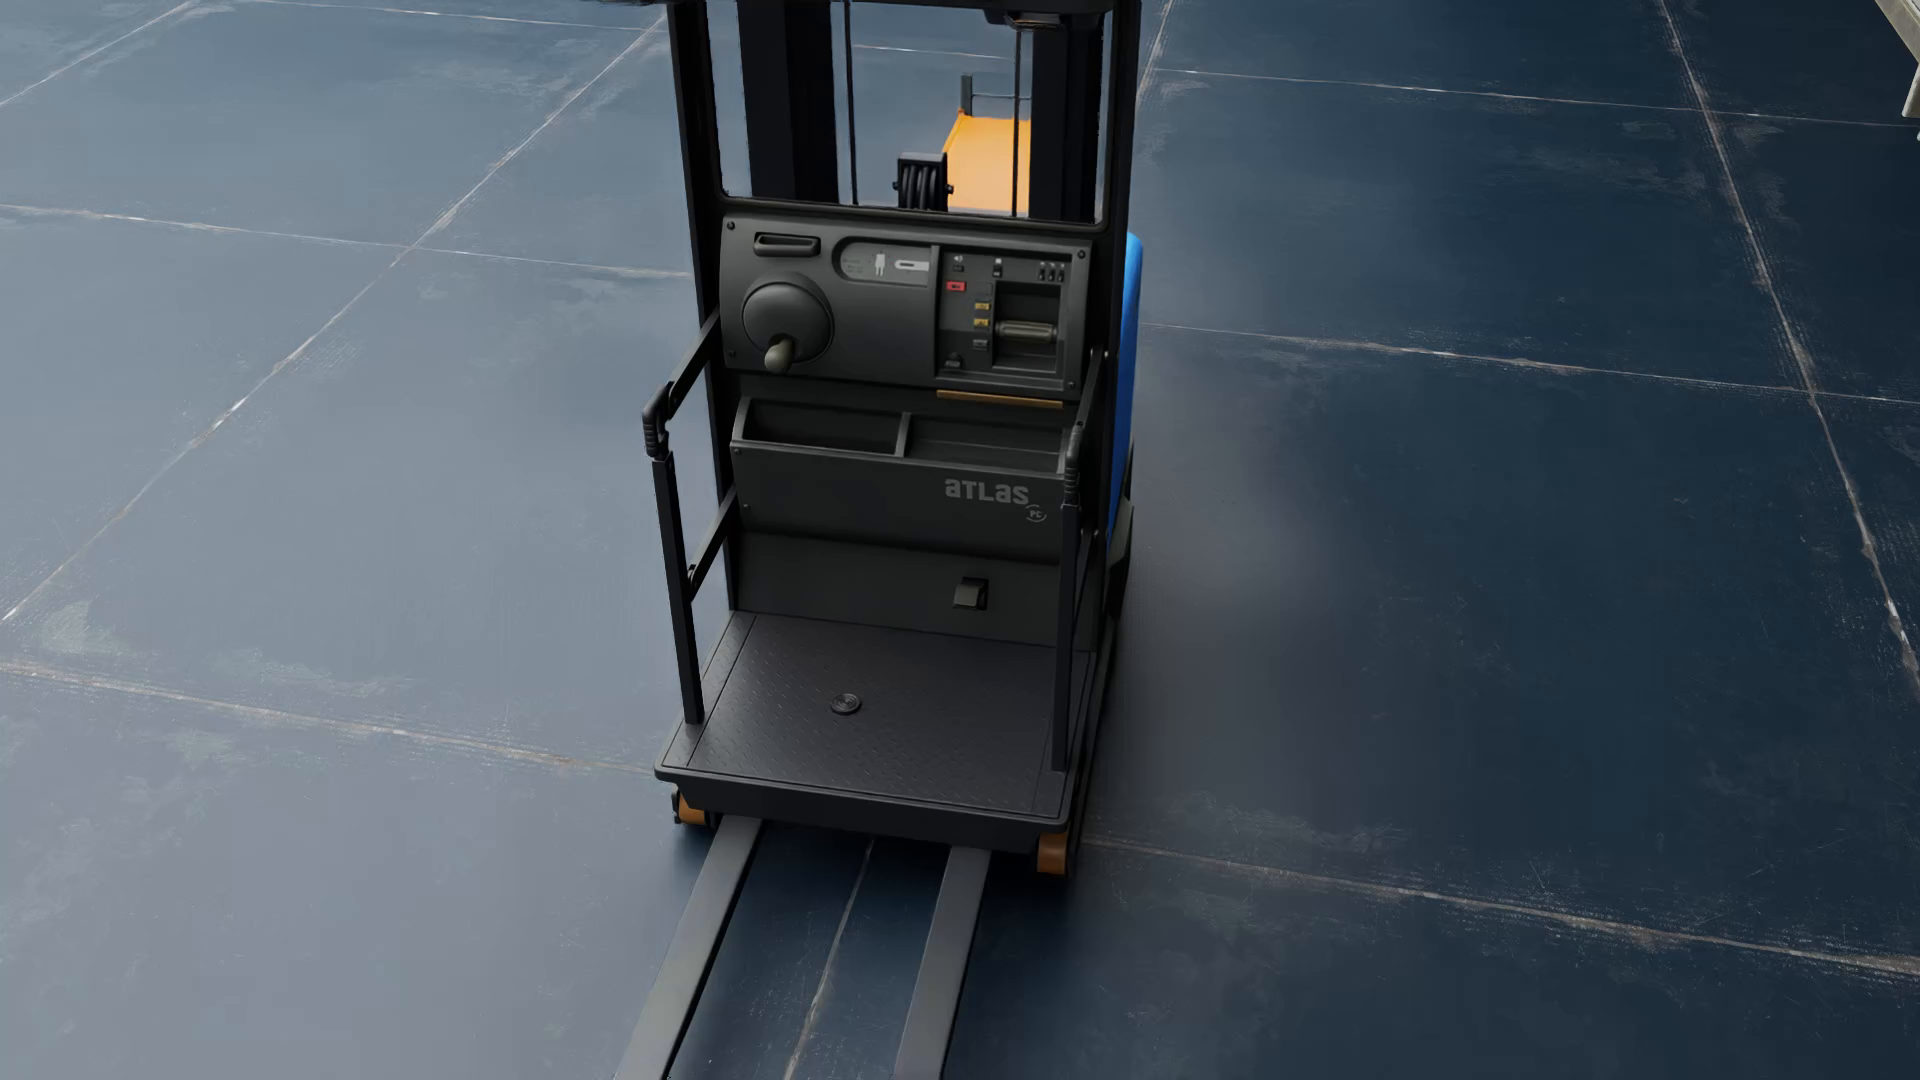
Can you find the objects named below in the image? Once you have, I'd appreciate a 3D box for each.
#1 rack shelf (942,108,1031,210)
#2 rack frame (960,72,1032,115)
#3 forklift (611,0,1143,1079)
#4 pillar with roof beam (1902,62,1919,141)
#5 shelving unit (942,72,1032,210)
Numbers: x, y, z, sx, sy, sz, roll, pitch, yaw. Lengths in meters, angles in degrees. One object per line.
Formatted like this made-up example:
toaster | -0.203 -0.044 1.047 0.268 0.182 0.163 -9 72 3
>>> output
rack shelf | 0.157 -1.219 5.975 0.538 0.278 1.000 6 36 9
rack frame | 0.250 -1.275 6.551 0.500 1.125 0.032 6 36 9
forklift | -0.180 -0.517 3.966 1.130 2.935 3.031 6 36 9
pillar with roof beam | 0.947 -6.339 6.828 9.100 9.000 0.400 7 37 10
shelving unit | 0.157 -0.982 6.147 0.538 1.125 1.048 6 36 9
